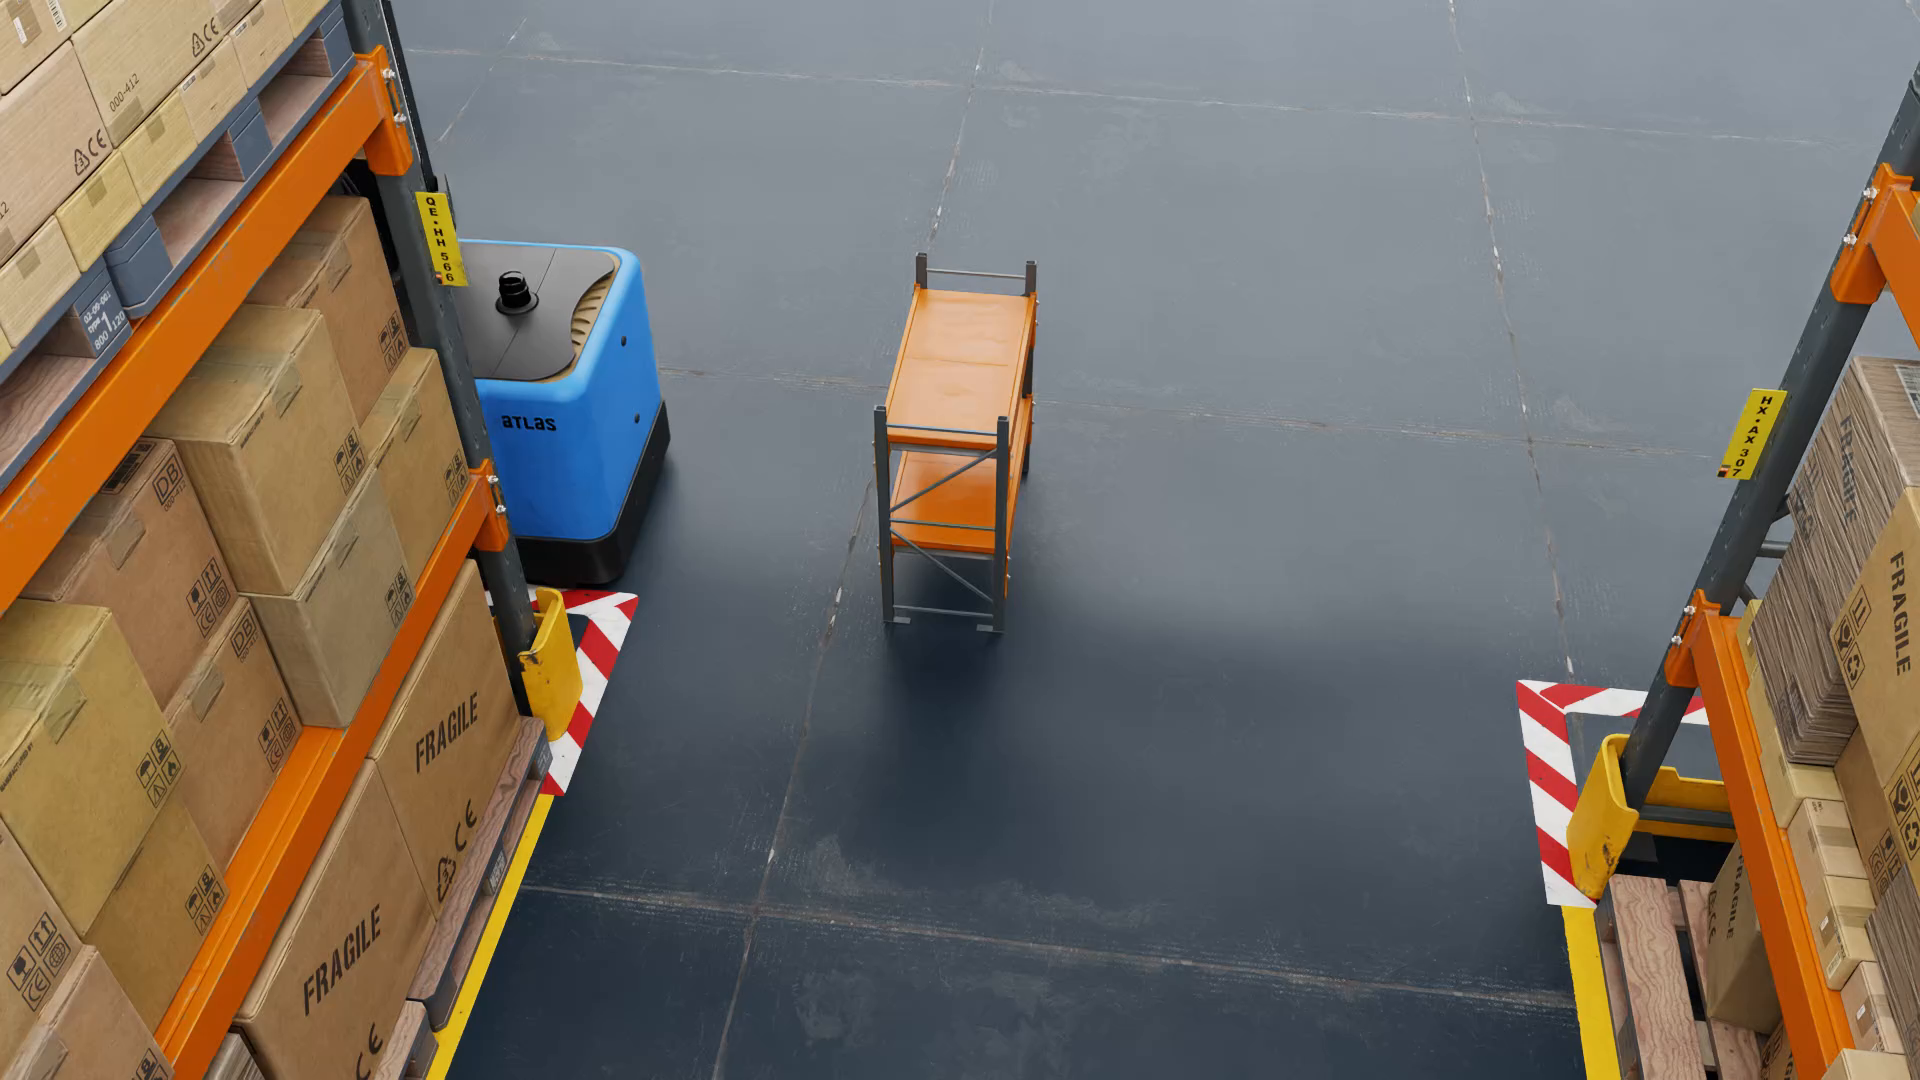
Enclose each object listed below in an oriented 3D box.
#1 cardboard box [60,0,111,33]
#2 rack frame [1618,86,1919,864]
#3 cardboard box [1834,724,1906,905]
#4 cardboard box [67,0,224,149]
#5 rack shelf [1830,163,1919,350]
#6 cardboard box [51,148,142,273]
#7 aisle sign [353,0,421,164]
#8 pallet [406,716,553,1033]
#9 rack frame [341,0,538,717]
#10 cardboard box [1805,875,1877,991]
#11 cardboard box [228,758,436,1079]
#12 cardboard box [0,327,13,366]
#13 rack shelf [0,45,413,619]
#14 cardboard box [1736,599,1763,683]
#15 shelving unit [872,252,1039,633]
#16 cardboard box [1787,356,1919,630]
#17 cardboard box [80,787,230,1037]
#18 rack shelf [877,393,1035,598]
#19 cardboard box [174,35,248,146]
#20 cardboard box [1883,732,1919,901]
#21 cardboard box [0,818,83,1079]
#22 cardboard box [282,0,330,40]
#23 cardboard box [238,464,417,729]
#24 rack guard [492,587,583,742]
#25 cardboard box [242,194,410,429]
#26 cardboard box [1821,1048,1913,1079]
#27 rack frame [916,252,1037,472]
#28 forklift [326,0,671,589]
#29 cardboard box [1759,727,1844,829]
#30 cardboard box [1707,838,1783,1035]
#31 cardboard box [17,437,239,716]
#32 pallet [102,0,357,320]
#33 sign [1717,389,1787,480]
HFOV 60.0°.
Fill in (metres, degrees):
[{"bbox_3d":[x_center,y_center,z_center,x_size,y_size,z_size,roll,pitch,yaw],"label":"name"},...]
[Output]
[{"bbox_3d":[-1.909,-1.150,3.326,0.380,0.149,0.250,6,44,6],"label":"cardboard box"},{"bbox_3d":[2.804,0.064,5.001,1.000,3.000,0.127,5,44,6],"label":"rack frame"},{"bbox_3d":[2.757,0.644,4.099,0.875,0.500,0.500,5,44,6],"label":"cardboard box"},{"bbox_3d":[-1.954,-1.087,3.550,0.500,0.250,0.500,5,44,6],"label":"cardboard box"},{"bbox_3d":[2.539,0.599,2.777,1.077,0.370,4.000,5,44,6],"label":"rack shelf"},{"bbox_3d":[-1.942,-0.691,3.421,0.380,0.149,0.250,5,44,5],"label":"cardboard box"},{"bbox_3d":[-1.793,-1.421,4.678,0.394,0.787,0.004,5,44,6],"label":"aisle sign"},{"bbox_3d":[-2.128,1.109,5.925,1.003,0.211,1.213,5,44,6],"label":"pallet"},{"bbox_3d":[-2.099,-0.456,5.550,1.000,3.000,0.127,5,44,6],"label":"rack frame"},{"bbox_3d":[2.377,1.007,4.187,0.380,0.149,0.250,5,44,6],"label":"cardboard box"},{"bbox_3d":[-2.238,1.231,5.008,0.875,0.875,0.875,5,44,5],"label":"cardboard box"},{"bbox_3d":[-2.010,-0.346,3.056,0.380,0.149,0.250,6,44,6],"label":"cardboard box"},{"bbox_3d":[-2.364,0.079,3.326,1.077,0.370,4.000,5,44,6],"label":"rack shelf"},{"bbox_3d":[2.530,0.328,4.905,0.380,0.149,0.250,5,44,6],"label":"cardboard box"},{"bbox_3d":[-0.001,-0.404,6.858,0.538,1.125,1.048,5,44,6],"label":"shelving unit"},{"bbox_3d":[2.461,-0.093,4.151,0.500,0.500,0.500,5,44,6],"label":"cardboard box"},{"bbox_3d":[-2.382,0.859,4.052,0.875,0.550,0.500,5,44,6],"label":"cardboard box"},{"bbox_3d":[-0.001,-0.226,7.026,0.538,0.278,1.000,5,44,6],"label":"rack shelf"},{"bbox_3d":[-1.875,-1.038,3.788,0.380,0.149,0.250,6,44,6],"label":"cardboard box"},{"bbox_3d":[2.323,0.588,3.431,0.500,0.500,0.500,5,44,6],"label":"cardboard box"},{"bbox_3d":[-2.380,0.835,3.293,0.875,0.550,0.550,5,44,6],"label":"cardboard box"},{"bbox_3d":[-1.807,-1.385,4.154,0.380,0.149,0.250,5,44,5],"label":"cardboard box"},{"bbox_3d":[-2.155,0.124,4.829,0.875,0.550,0.550,5,44,6],"label":"cardboard box"},{"bbox_3d":[-2.096,0.436,6.426,1.175,0.500,0.348,5,44,6],"label":"rack guard"},{"bbox_3d":[-2.187,-0.653,4.863,0.875,0.550,0.550,5,44,6],"label":"cardboard box"},{"bbox_3d":[2.235,1.341,3.835,0.380,0.149,0.250,5,44,6],"label":"cardboard box"},{"bbox_3d":[0.066,-0.750,7.224,0.500,1.125,0.032,5,44,6],"label":"rack frame"},{"bbox_3d":[-2.879,-1.286,6.476,3.031,2.935,1.130,4,44,4],"label":"forklift"},{"bbox_3d":[2.430,0.665,4.548,0.380,0.149,0.250,5,44,6],"label":"cardboard box"},{"bbox_3d":[2.705,1.243,5.268,0.500,0.500,0.500,13,45,13],"label":"cardboard box"},{"bbox_3d":[-2.377,0.100,4.069,0.875,0.550,0.550,5,44,6],"label":"cardboard box"},{"bbox_3d":[-2.187,-1.006,4.014,1.003,0.211,1.213,5,44,6],"label":"pallet"},{"bbox_3d":[2.266,-0.300,4.755,0.100,0.325,0.005,5,44,6],"label":"sign"}]
